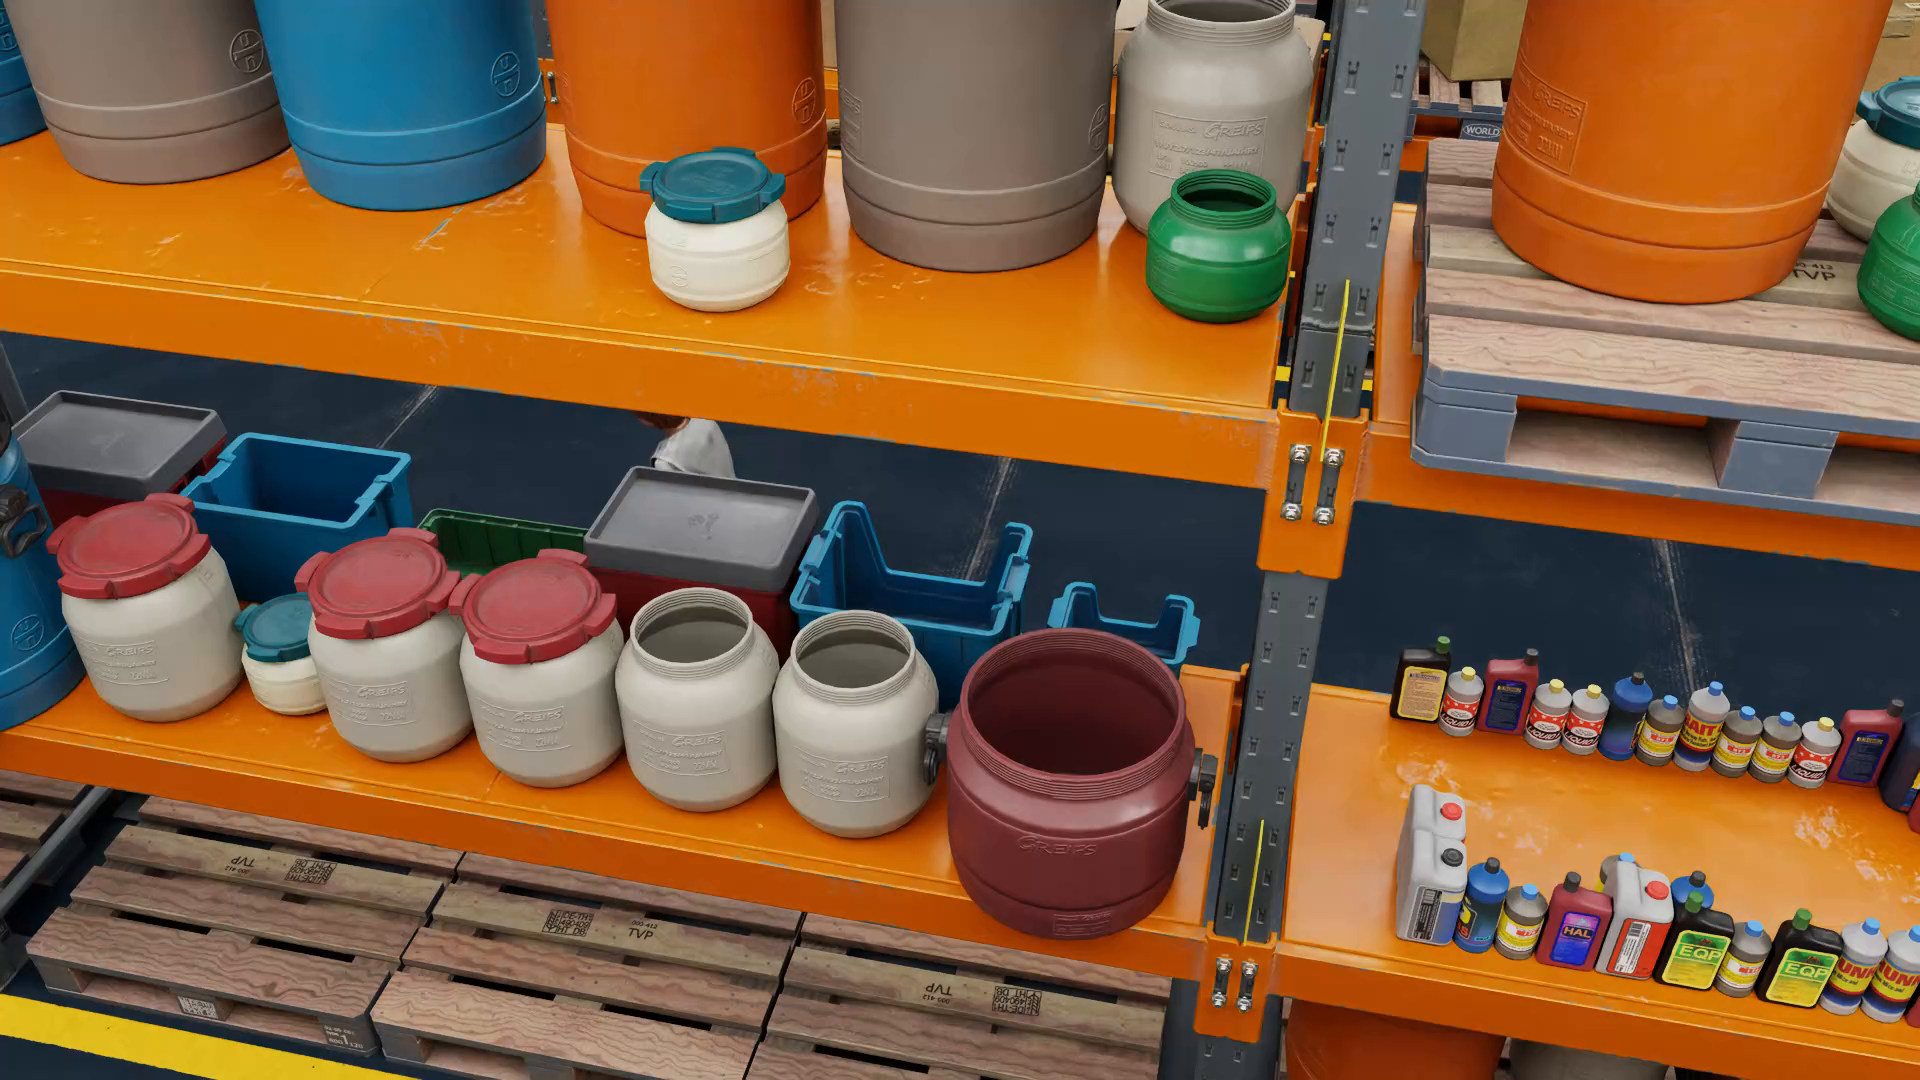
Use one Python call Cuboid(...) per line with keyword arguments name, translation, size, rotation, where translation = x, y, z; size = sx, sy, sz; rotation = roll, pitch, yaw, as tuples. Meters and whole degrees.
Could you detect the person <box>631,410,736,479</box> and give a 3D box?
Cuboid(name="person", translation=(-0.957, 0.057, 6.085), size=(0.350, 1.592, 0.472), rotation=(7, 38, 9))
